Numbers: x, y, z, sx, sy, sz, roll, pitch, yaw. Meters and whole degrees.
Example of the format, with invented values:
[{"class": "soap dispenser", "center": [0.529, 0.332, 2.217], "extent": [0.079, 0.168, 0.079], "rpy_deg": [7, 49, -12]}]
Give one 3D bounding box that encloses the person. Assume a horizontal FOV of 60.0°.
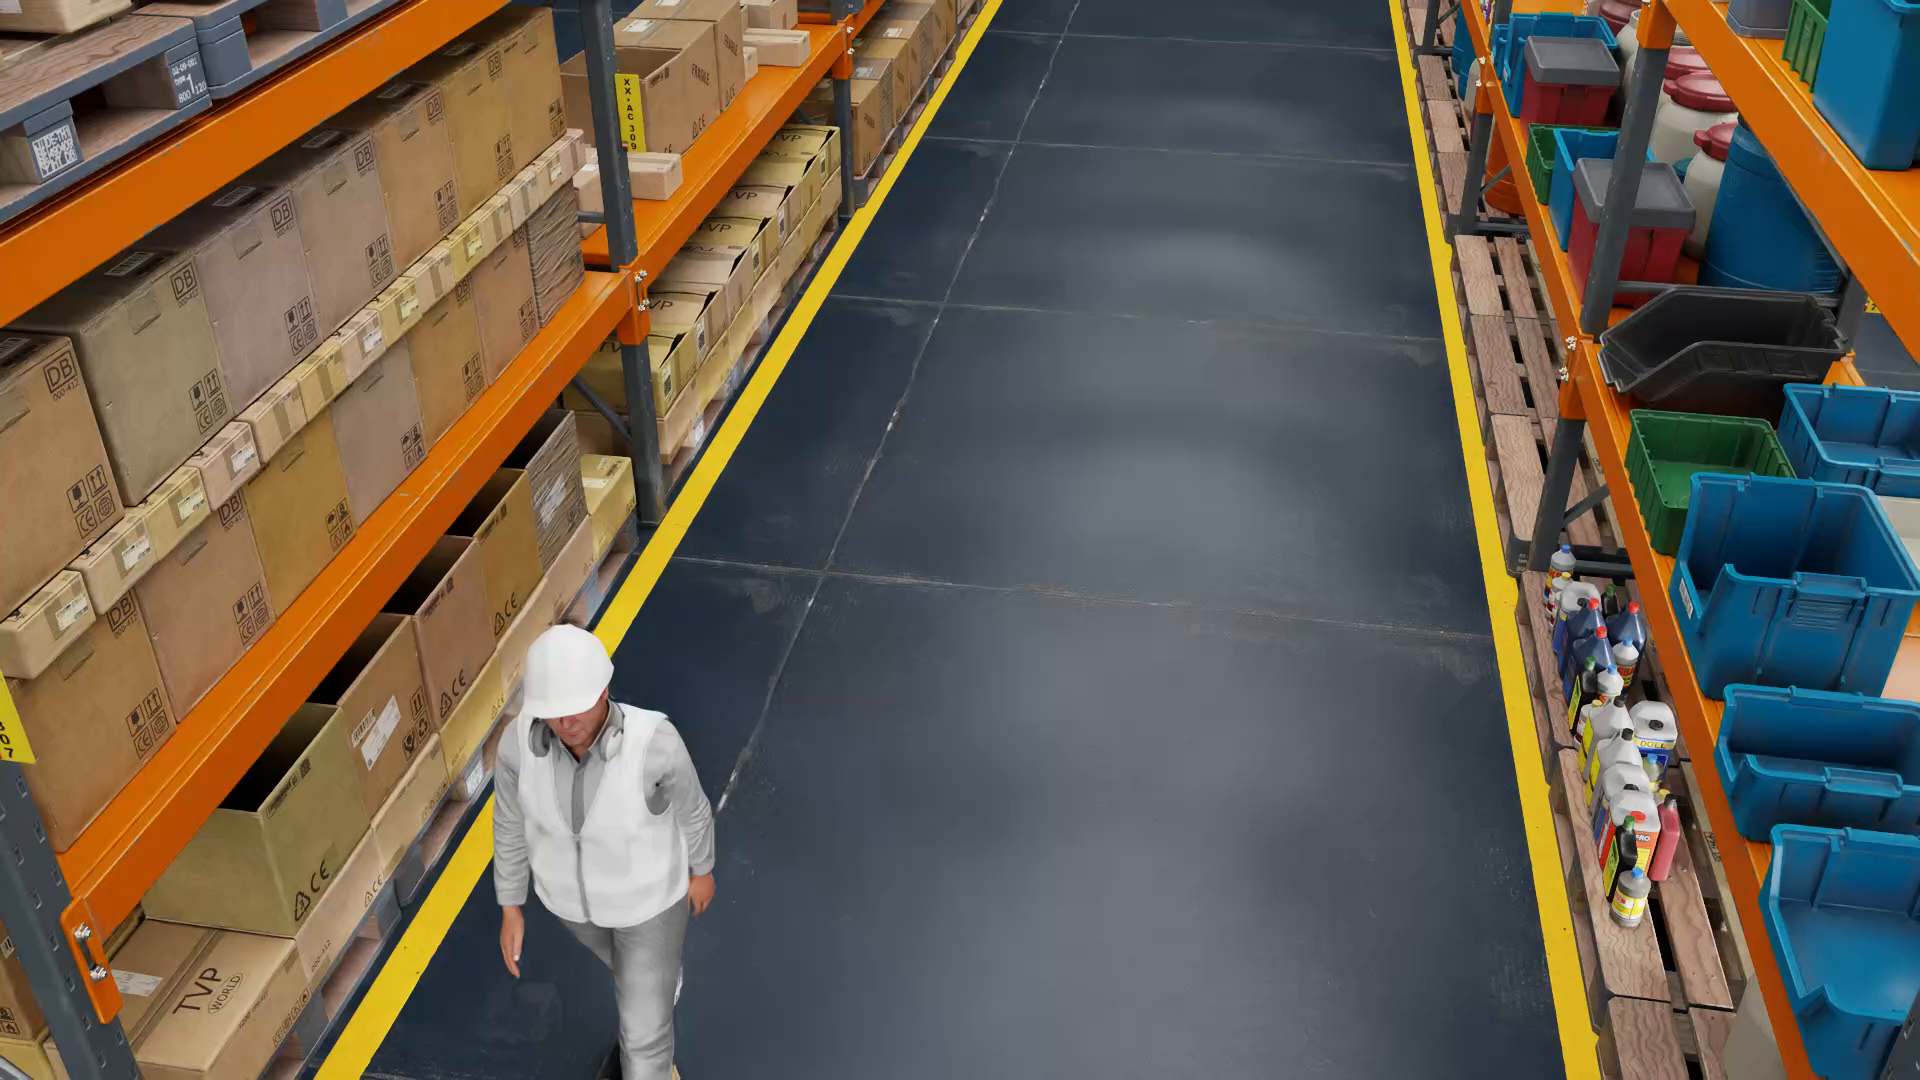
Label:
[{"class": "person", "center": [-0.974, 0.981, 4.556], "extent": [0.445, 1.759, 0.906], "rpy_deg": [6, 33, 10]}]
